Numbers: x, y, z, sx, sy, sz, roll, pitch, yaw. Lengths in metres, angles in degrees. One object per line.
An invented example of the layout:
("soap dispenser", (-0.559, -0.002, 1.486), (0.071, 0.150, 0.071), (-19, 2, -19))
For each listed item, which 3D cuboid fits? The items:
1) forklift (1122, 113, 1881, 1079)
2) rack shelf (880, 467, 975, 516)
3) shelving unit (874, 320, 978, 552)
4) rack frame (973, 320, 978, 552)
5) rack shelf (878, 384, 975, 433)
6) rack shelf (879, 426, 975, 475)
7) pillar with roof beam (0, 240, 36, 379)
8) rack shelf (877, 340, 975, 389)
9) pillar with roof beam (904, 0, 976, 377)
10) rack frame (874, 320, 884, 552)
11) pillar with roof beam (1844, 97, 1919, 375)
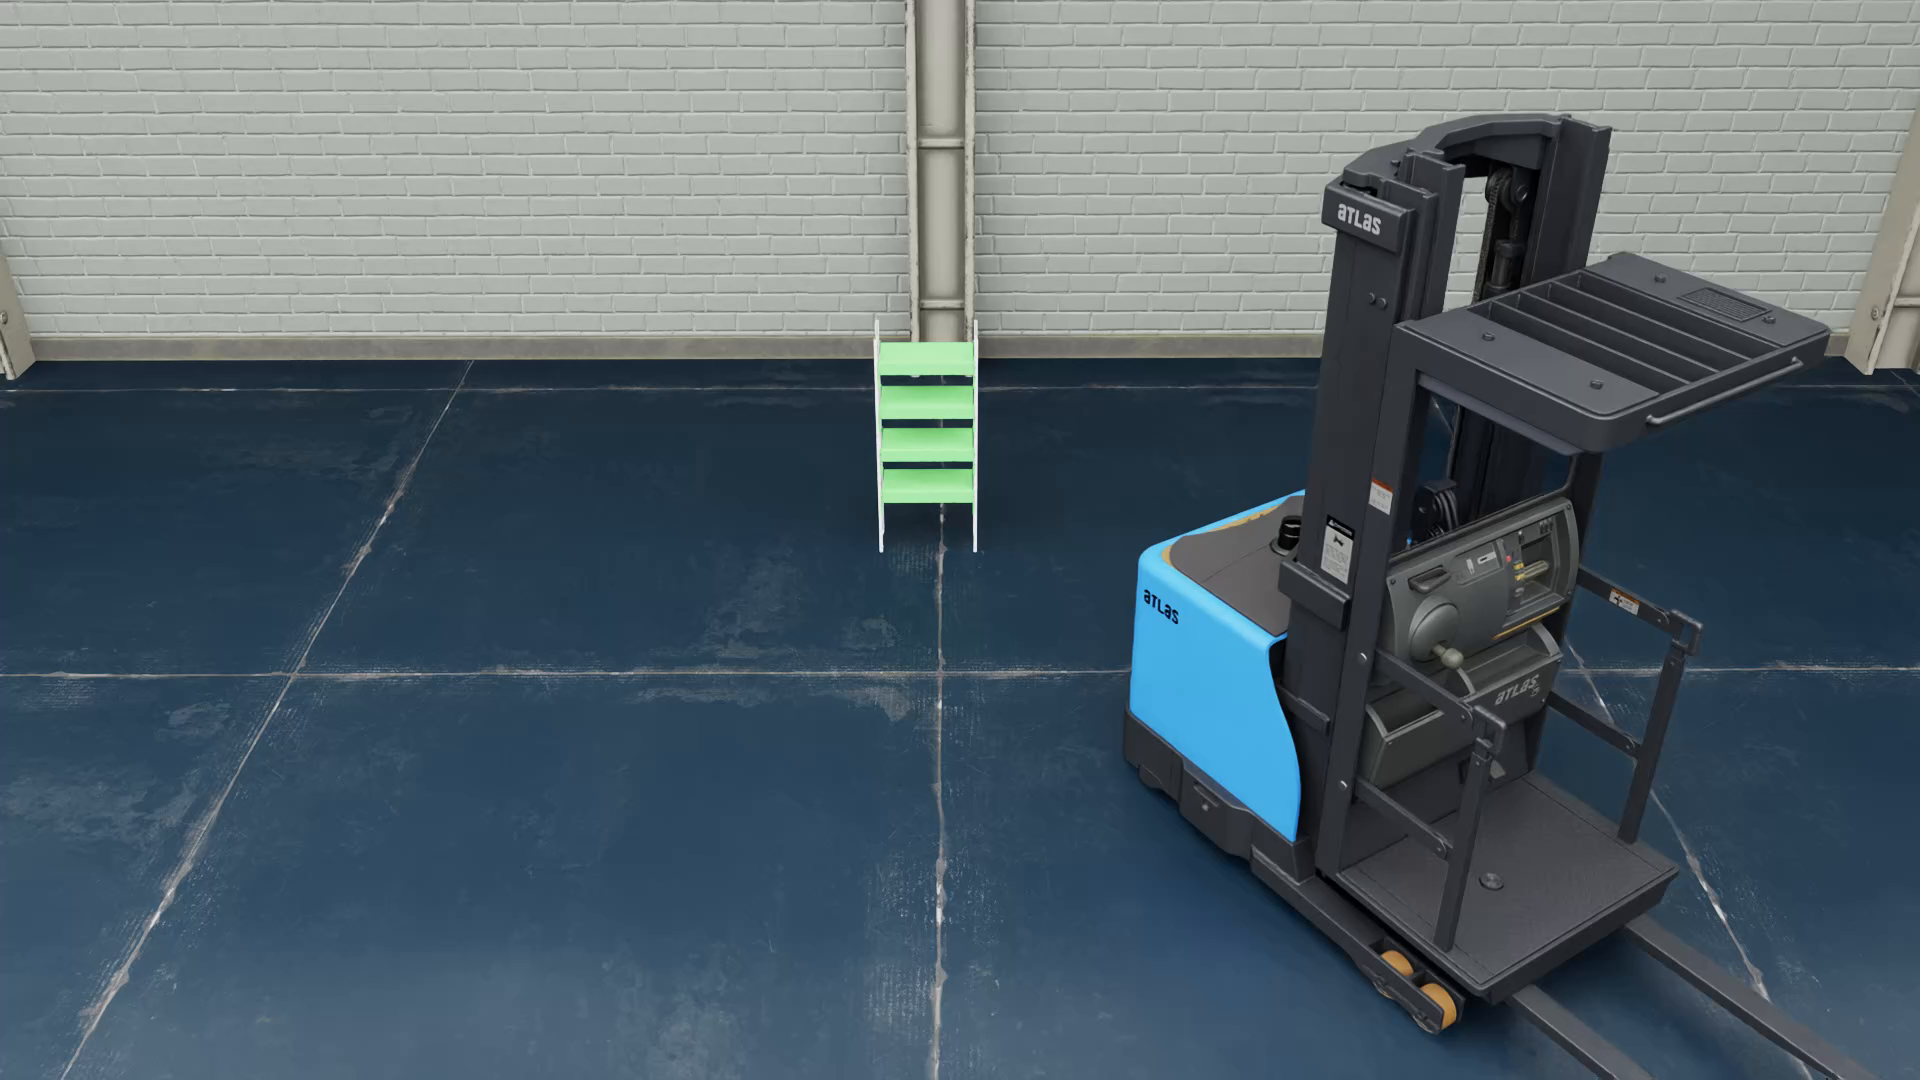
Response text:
("forklift", (1.930, 0.202, 5.591), (1.130, 2.935, 3.031), (-19, 36, -28))
("rack shelf", (-0.166, -0.253, 8.596), (0.480, 0.148, 0.258), (0, 31, 0))
("shelving unit", (-0.166, -0.512, 8.438), (0.503, 1.200, 0.258), (0, 31, 0))
("rack frame", (0.078, -0.513, 8.439), (0.015, 1.200, 0.240), (0, 31, 0))
("rack shelf", (-0.166, -0.663, 8.347), (0.480, 0.148, 0.258), (0, 31, 0))
("rack shelf", (-0.166, -0.458, 8.471), (0.480, 0.148, 0.258), (0, 31, 0))
("pillar with roof beam", (-6.086, -2.699, 4.524), (0.400, 9.000, 9.100), (0, 31, 0))
("rack shelf", (-0.166, -0.868, 8.222), (0.480, 0.148, 0.258), (0, 31, 0))
("pillar with roof beam", (-0.086, -2.718, 4.555), (0.400, 9.000, 9.100), (0, 31, 0))
("rack frame", (-0.410, -0.512, 8.437), (0.015, 1.200, 0.240), (0, 31, 0))
("pillar with roof beam", (5.914, -2.737, 4.586), (0.400, 9.000, 9.100), (0, 31, 0))
